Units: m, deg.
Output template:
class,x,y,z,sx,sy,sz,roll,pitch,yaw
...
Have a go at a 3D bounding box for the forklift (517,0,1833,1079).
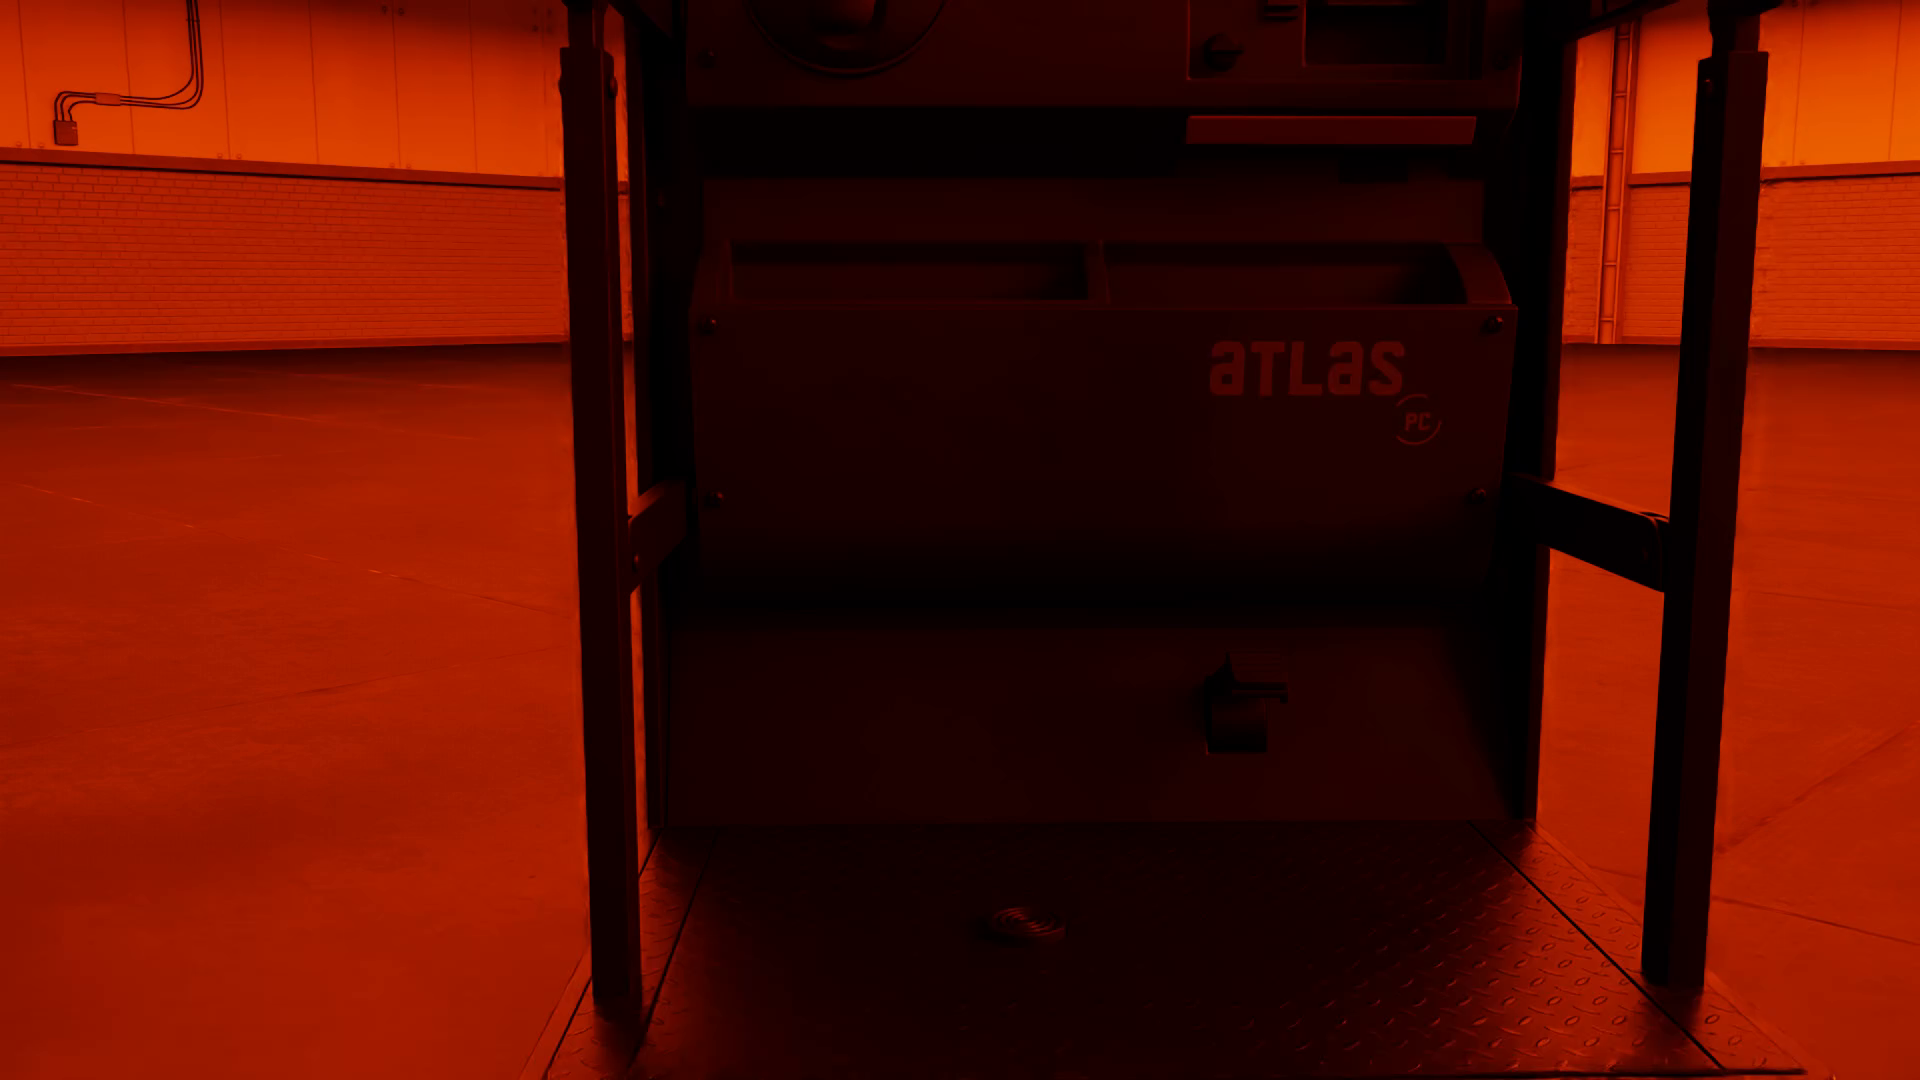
class,x,y,z,sx,sy,sz,roll,pitch,yaw
forklift,0.169,-0.720,1.652,1.130,2.935,3.031,0,9,-1
